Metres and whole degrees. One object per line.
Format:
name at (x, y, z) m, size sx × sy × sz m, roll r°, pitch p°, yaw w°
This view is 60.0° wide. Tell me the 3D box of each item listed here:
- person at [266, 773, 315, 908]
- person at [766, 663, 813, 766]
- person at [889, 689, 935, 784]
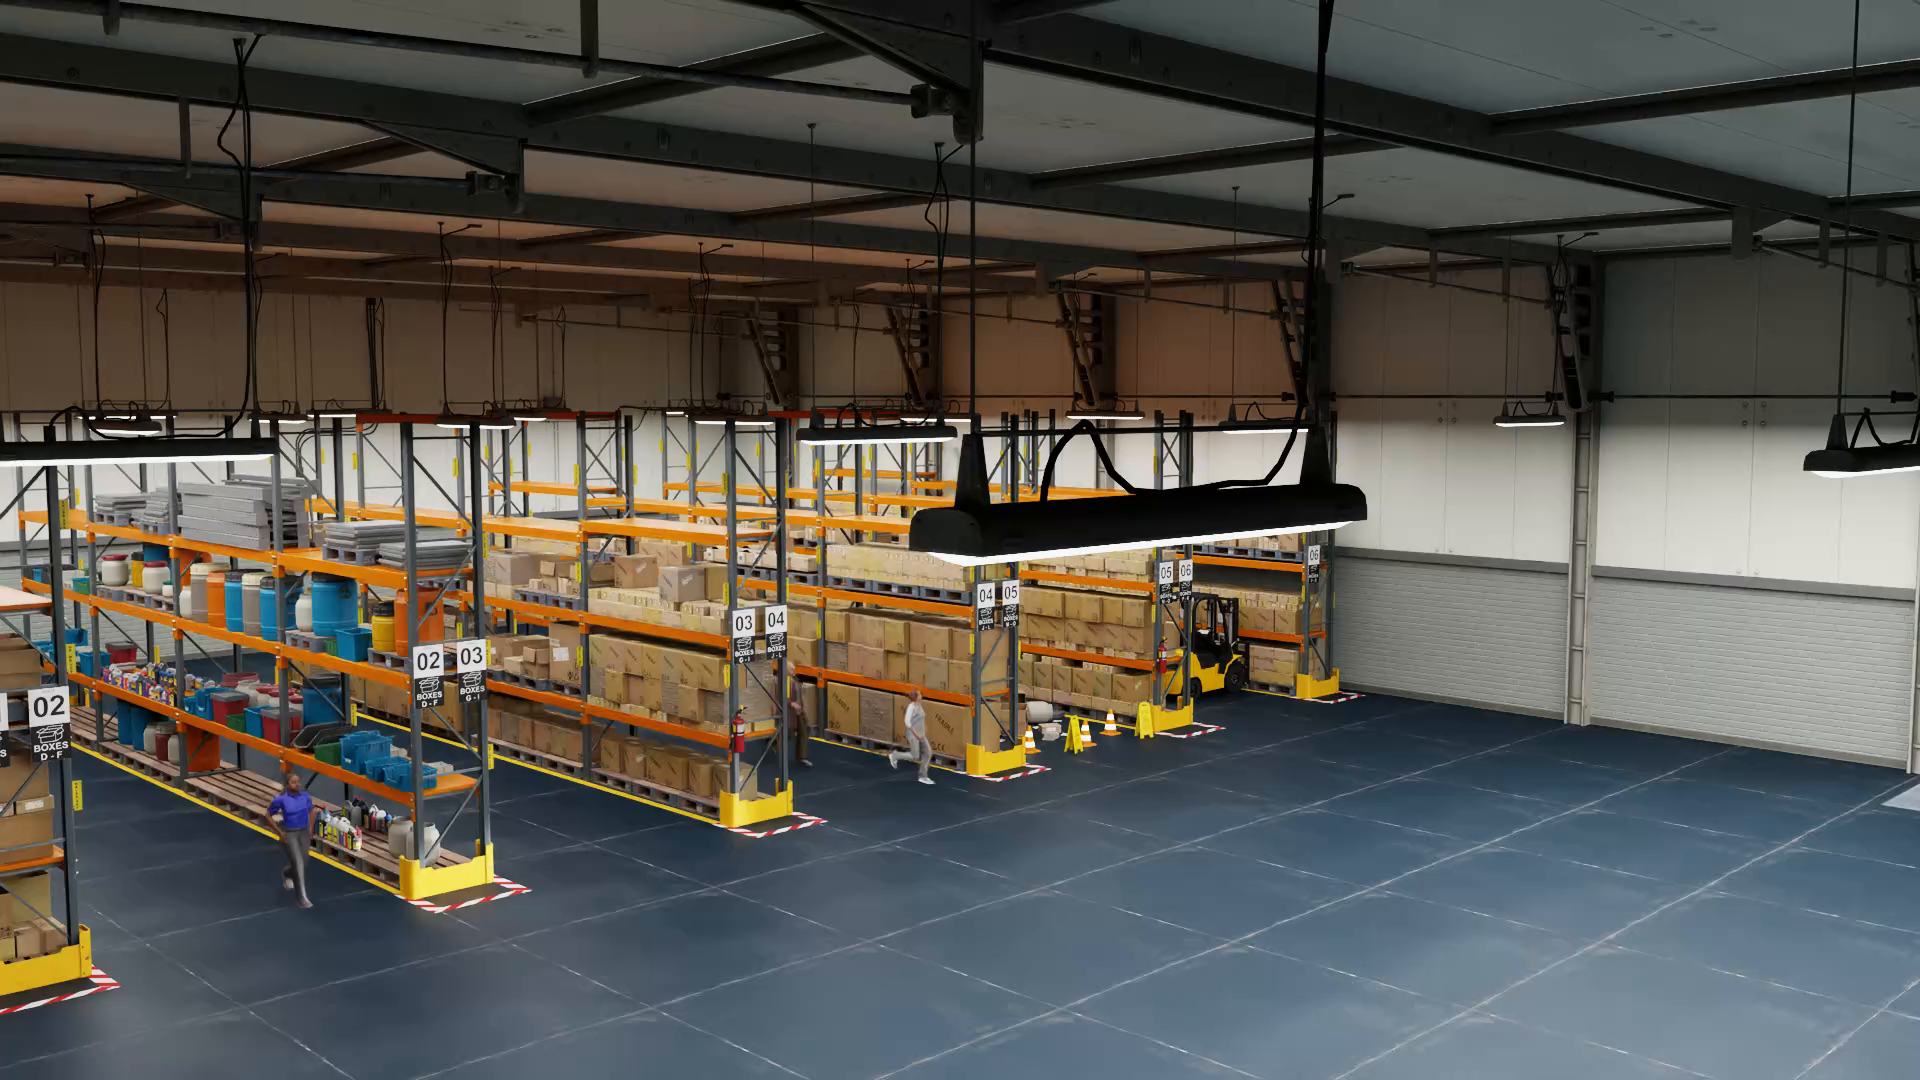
person at (-8.334, 3.728, 20.773) m, size 0.763 × 1.645 × 0.582 m, roll 4°, pitch 6°, yaw 40°
person at (-2.909, 2.975, 28.540) m, size 0.962 × 1.759 × 0.720 m, roll 3°, pitch 6°, yaw 34°
person at (-0.776, 3.210, 27.250) m, size 0.761 × 1.558 × 0.539 m, roll 2°, pitch 5°, yaw 24°
